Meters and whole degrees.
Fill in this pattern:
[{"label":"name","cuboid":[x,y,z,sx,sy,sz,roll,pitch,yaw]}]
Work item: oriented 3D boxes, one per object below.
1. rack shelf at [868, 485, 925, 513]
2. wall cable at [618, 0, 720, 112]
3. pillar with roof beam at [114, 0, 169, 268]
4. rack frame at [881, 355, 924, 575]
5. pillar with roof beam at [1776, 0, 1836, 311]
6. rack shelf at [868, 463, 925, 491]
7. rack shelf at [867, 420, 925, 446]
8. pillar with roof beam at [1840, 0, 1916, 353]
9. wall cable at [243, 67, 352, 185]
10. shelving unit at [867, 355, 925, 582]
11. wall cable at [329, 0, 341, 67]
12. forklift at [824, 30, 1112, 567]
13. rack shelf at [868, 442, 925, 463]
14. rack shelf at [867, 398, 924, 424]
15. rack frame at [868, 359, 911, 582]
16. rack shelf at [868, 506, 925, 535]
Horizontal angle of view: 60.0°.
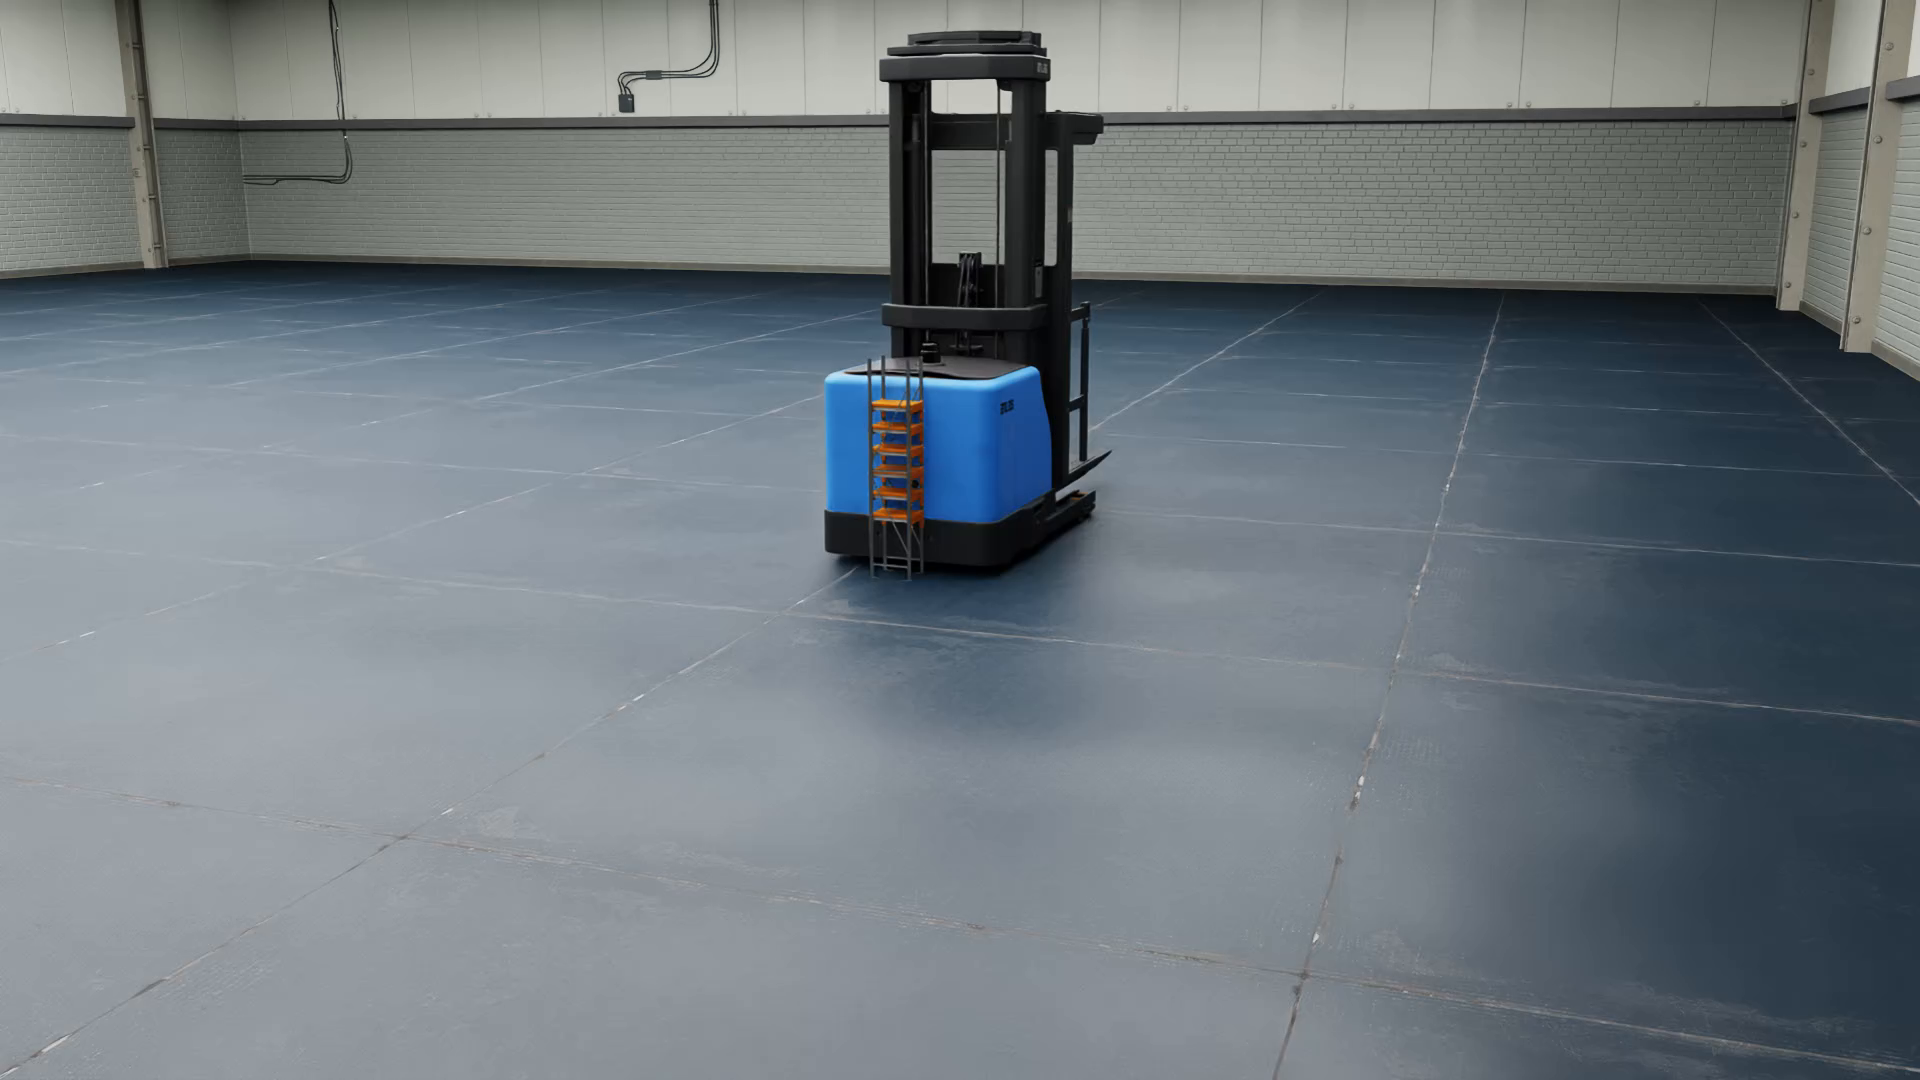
[{"label":"rack shelf","cuboid":[-0.344,-0.224,9.012,0.258,0.103,0.180,5,14,20]},{"label":"wall cable","cuboid":[-5.936,-11.684,33.313,2.305,6.003,0.169,4,14,18]},{"label":"pillar with roof beam","cuboid":[-13.044,-9.878,33.042,9.100,9.000,0.400,4,14,18]},{"label":"rack frame","cuboid":[-0.312,-0.403,9.059,0.240,1.200,0.006,5,14,20]},{"label":"pillar with roof beam","cuboid":[8.614,-8.230,25.821,9.100,9.000,0.400,4,14,18]},{"label":"rack shelf","cuboid":[-0.344,-0.341,8.985,0.258,0.103,0.180,5,14,20]},{"label":"rack shelf","cuboid":[-0.344,-0.575,8.931,0.258,0.103,0.180,5,14,20]},{"label":"pillar with roof beam","cuboid":[6.673,-6.966,20.286,9.100,9.000,0.400,4,14,18]},{"label":"wall cable","cuboid":[-14.913,-9.199,37.046,3.097,2.526,0.112,4,14,18]},{"label":"shelving unit","cuboid":[-0.344,-0.384,8.975,0.258,1.200,0.189,5,14,20]},{"label":"wall cable","cuboid":[-12.353,-11.466,35.631,3.097,2.526,0.112,4,14,18]},{"label":"forklift","cuboid":[0.227,-1.564,10.253,1.130,2.935,3.031,5,14,20]},{"label":"rack shelf","cuboid":[-0.344,-0.458,8.958,0.258,0.103,0.180,5,14,20]},{"label":"rack shelf","cuboid":[-0.344,-0.692,8.905,0.258,0.103,0.180,5,14,20]},{"label":"rack frame","cuboid":[-0.376,-0.365,8.891,0.240,1.200,0.006,5,14,20]},{"label":"rack shelf","cuboid":[-0.344,-0.107,9.038,0.258,0.103,0.180,5,14,20]}]
